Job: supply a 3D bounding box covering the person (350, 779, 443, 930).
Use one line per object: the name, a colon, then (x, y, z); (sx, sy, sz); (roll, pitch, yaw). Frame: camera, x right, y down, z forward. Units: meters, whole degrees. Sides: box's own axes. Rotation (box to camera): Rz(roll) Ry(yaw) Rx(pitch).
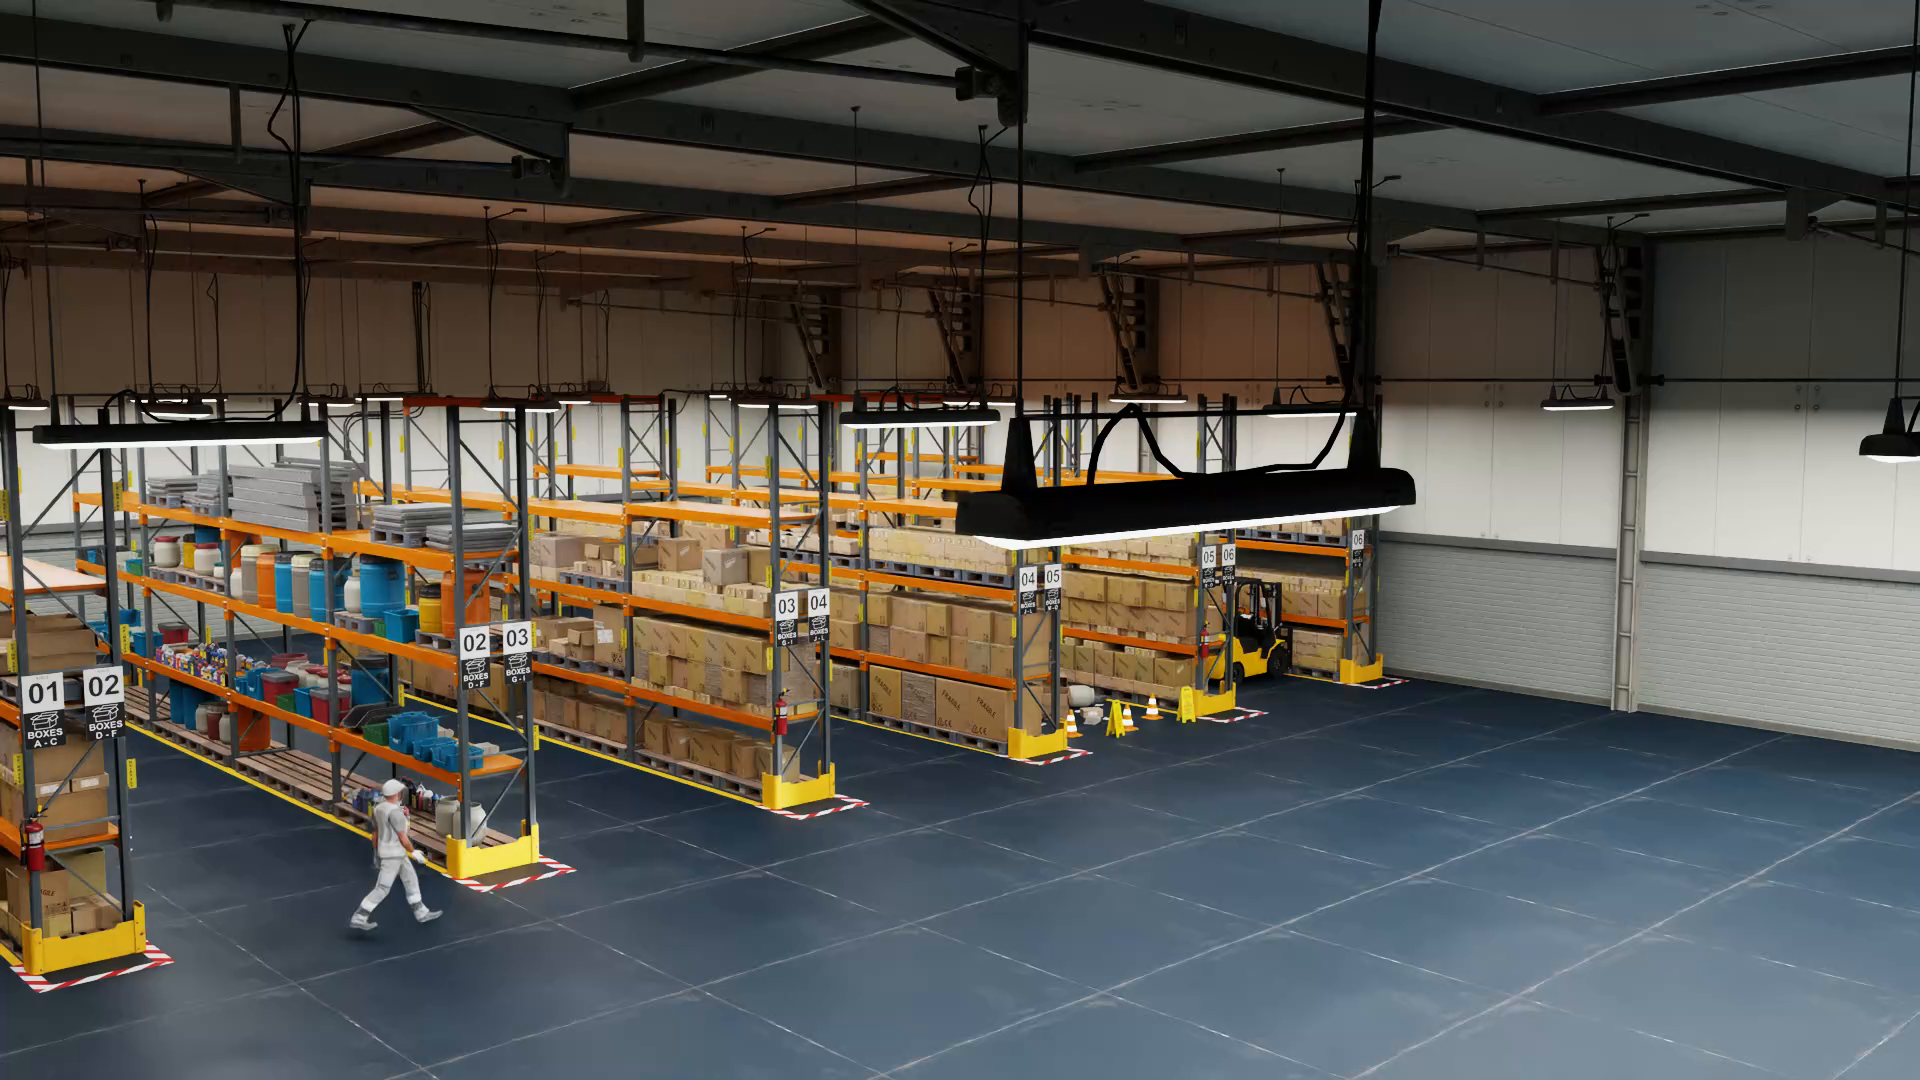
person: (-6.499, 3.620, 19.133); (1.044, 1.750, 0.501); (-2, 6, -23)
